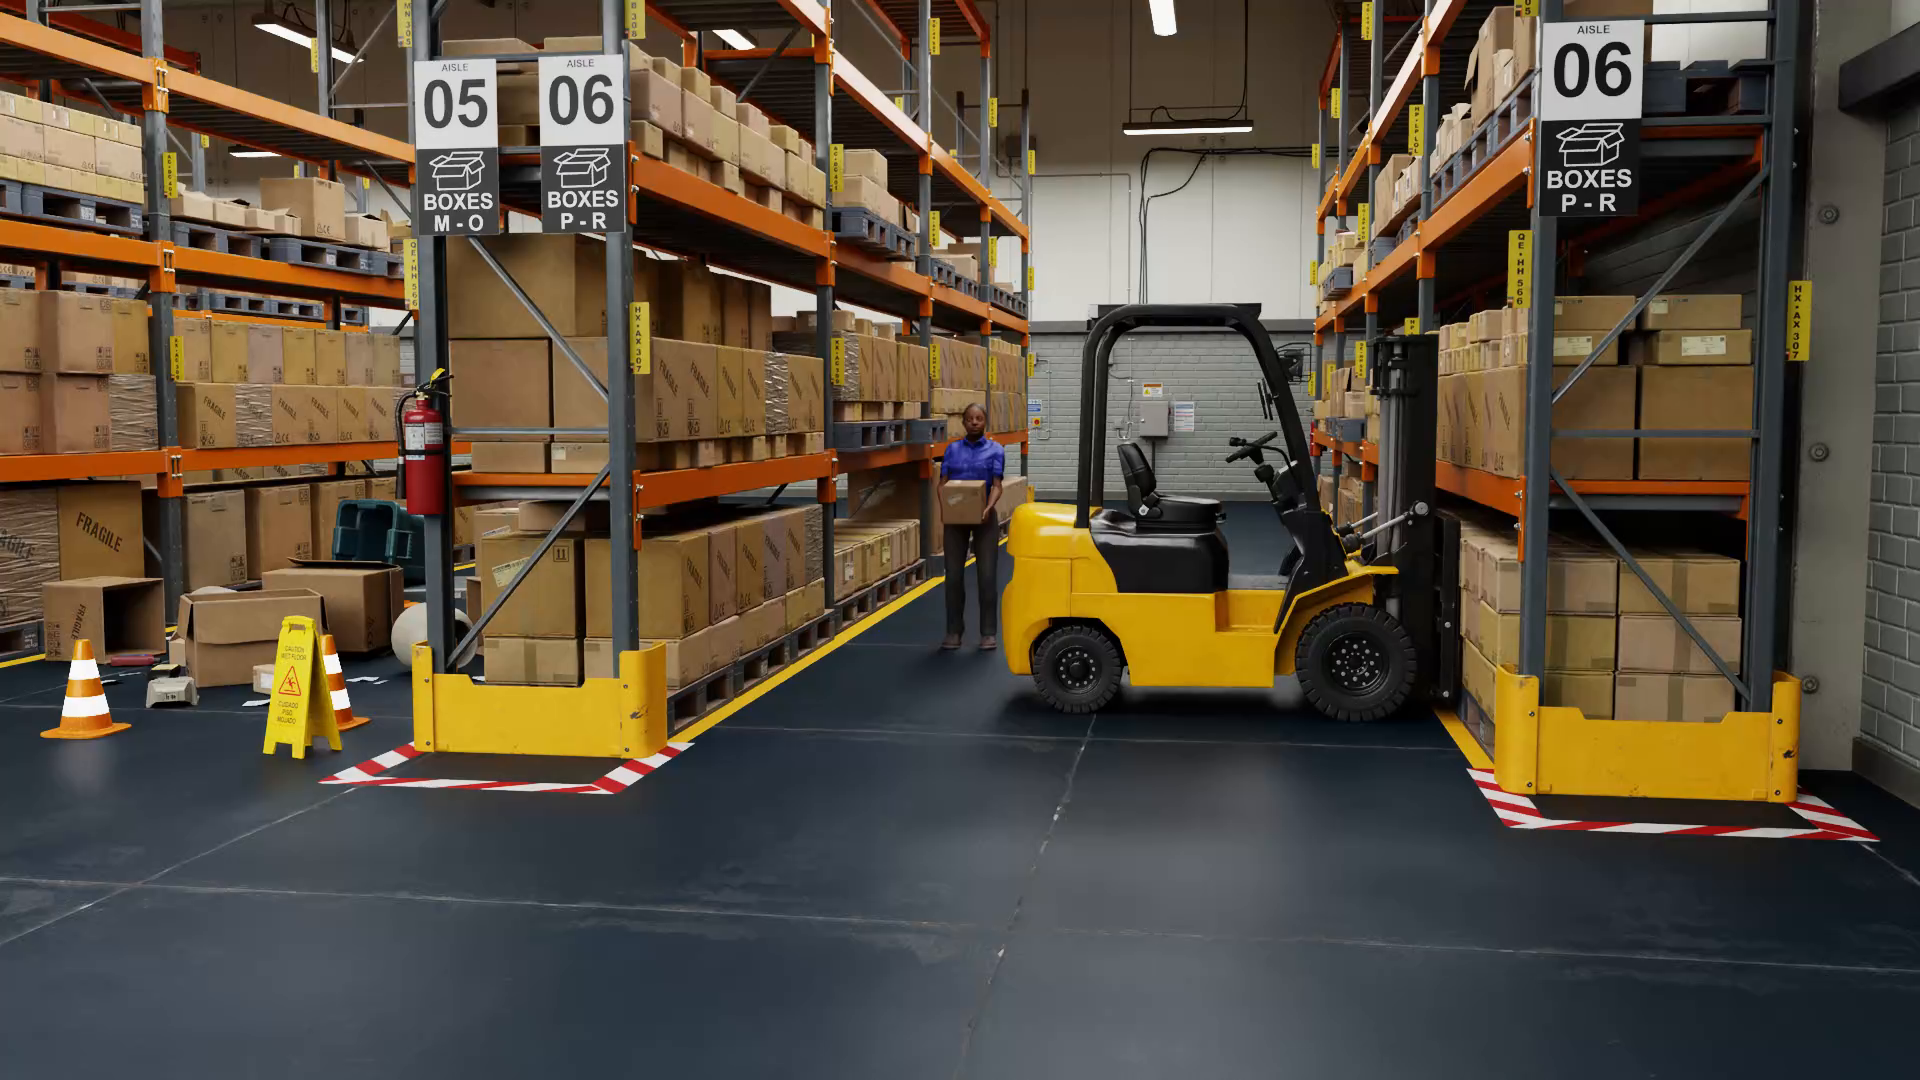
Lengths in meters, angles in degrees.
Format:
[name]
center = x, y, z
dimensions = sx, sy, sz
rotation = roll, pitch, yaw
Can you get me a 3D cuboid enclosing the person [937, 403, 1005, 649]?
[person]
center = 0.061, -0.090, 11.123
dimensions = 0.451, 1.649, 0.509
rotation = 1, 5, 10
